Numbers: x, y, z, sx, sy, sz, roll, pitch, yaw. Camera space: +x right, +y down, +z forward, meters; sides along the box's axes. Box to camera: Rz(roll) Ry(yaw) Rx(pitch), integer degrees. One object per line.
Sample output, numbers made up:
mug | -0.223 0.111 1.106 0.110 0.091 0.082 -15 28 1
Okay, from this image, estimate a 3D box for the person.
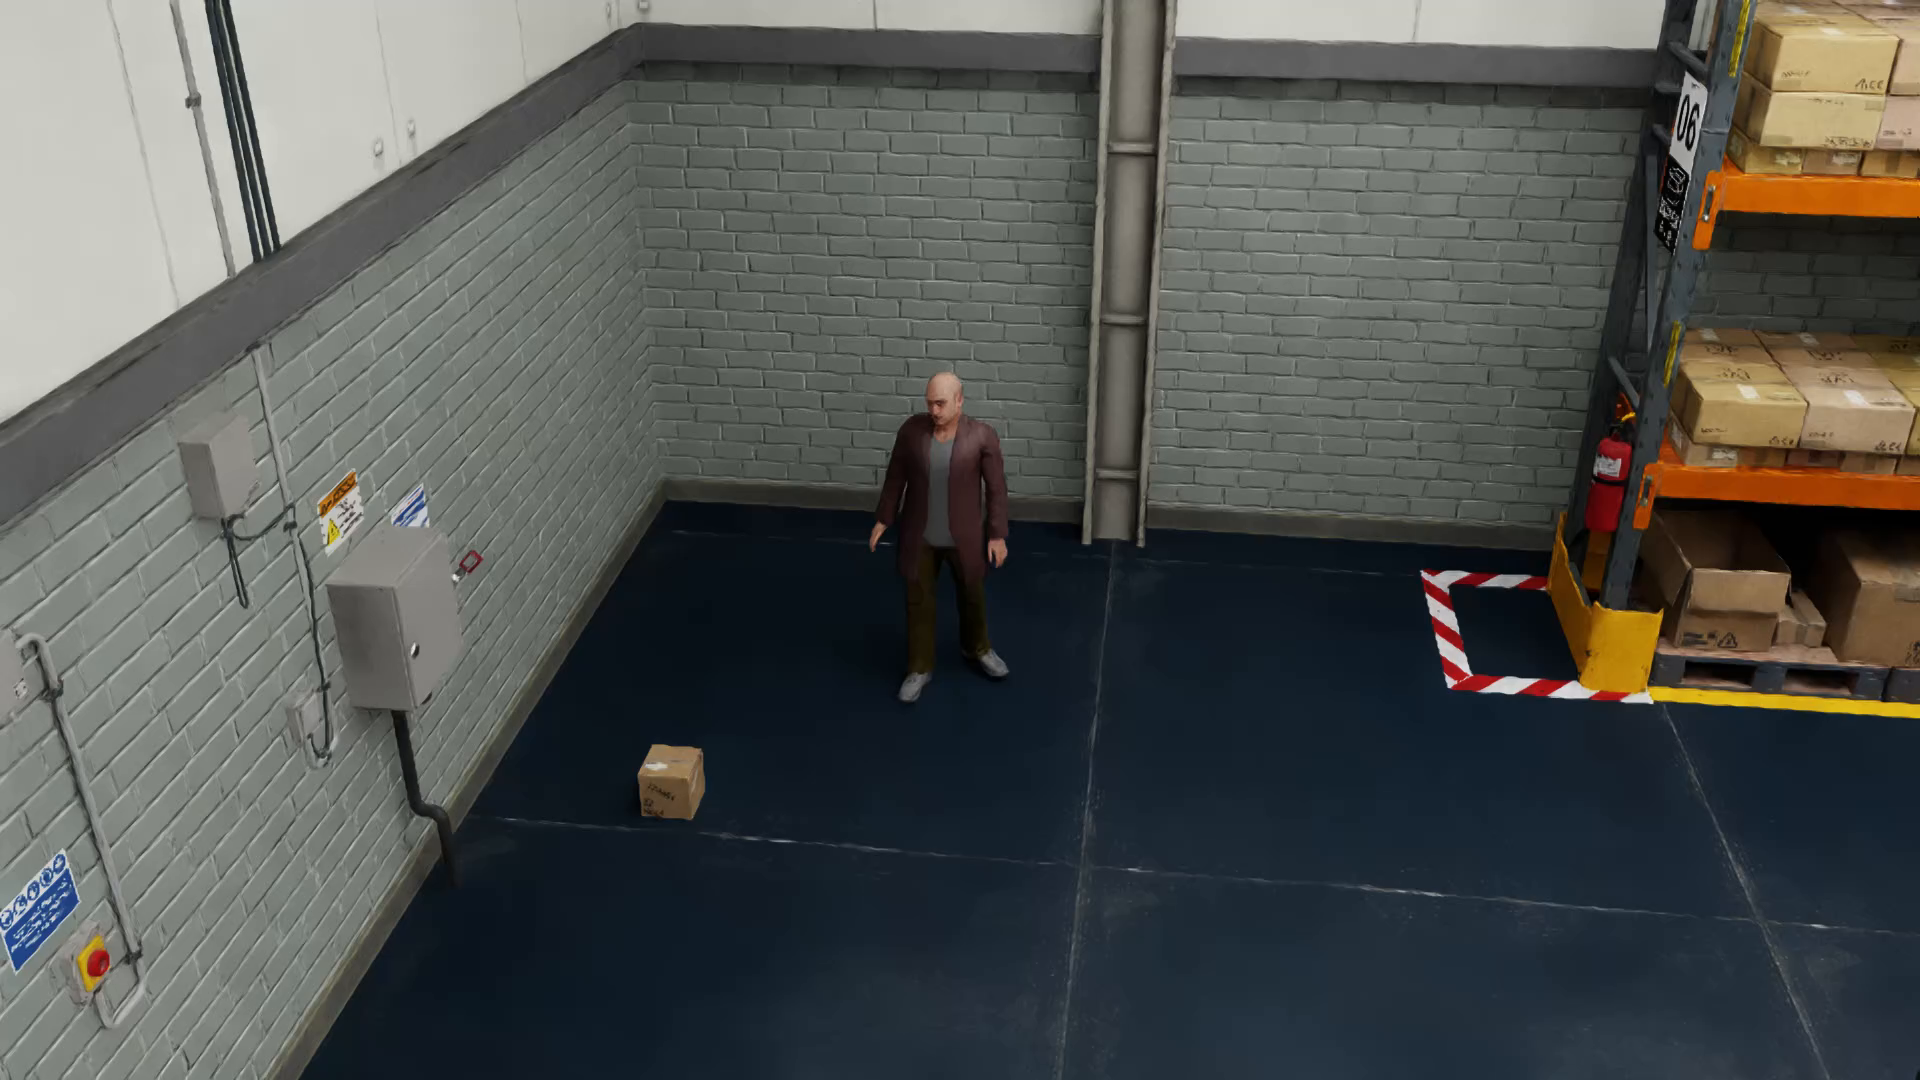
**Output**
person | -0.110 -0.031 8.652 0.738 1.768 0.643 4 28 8
